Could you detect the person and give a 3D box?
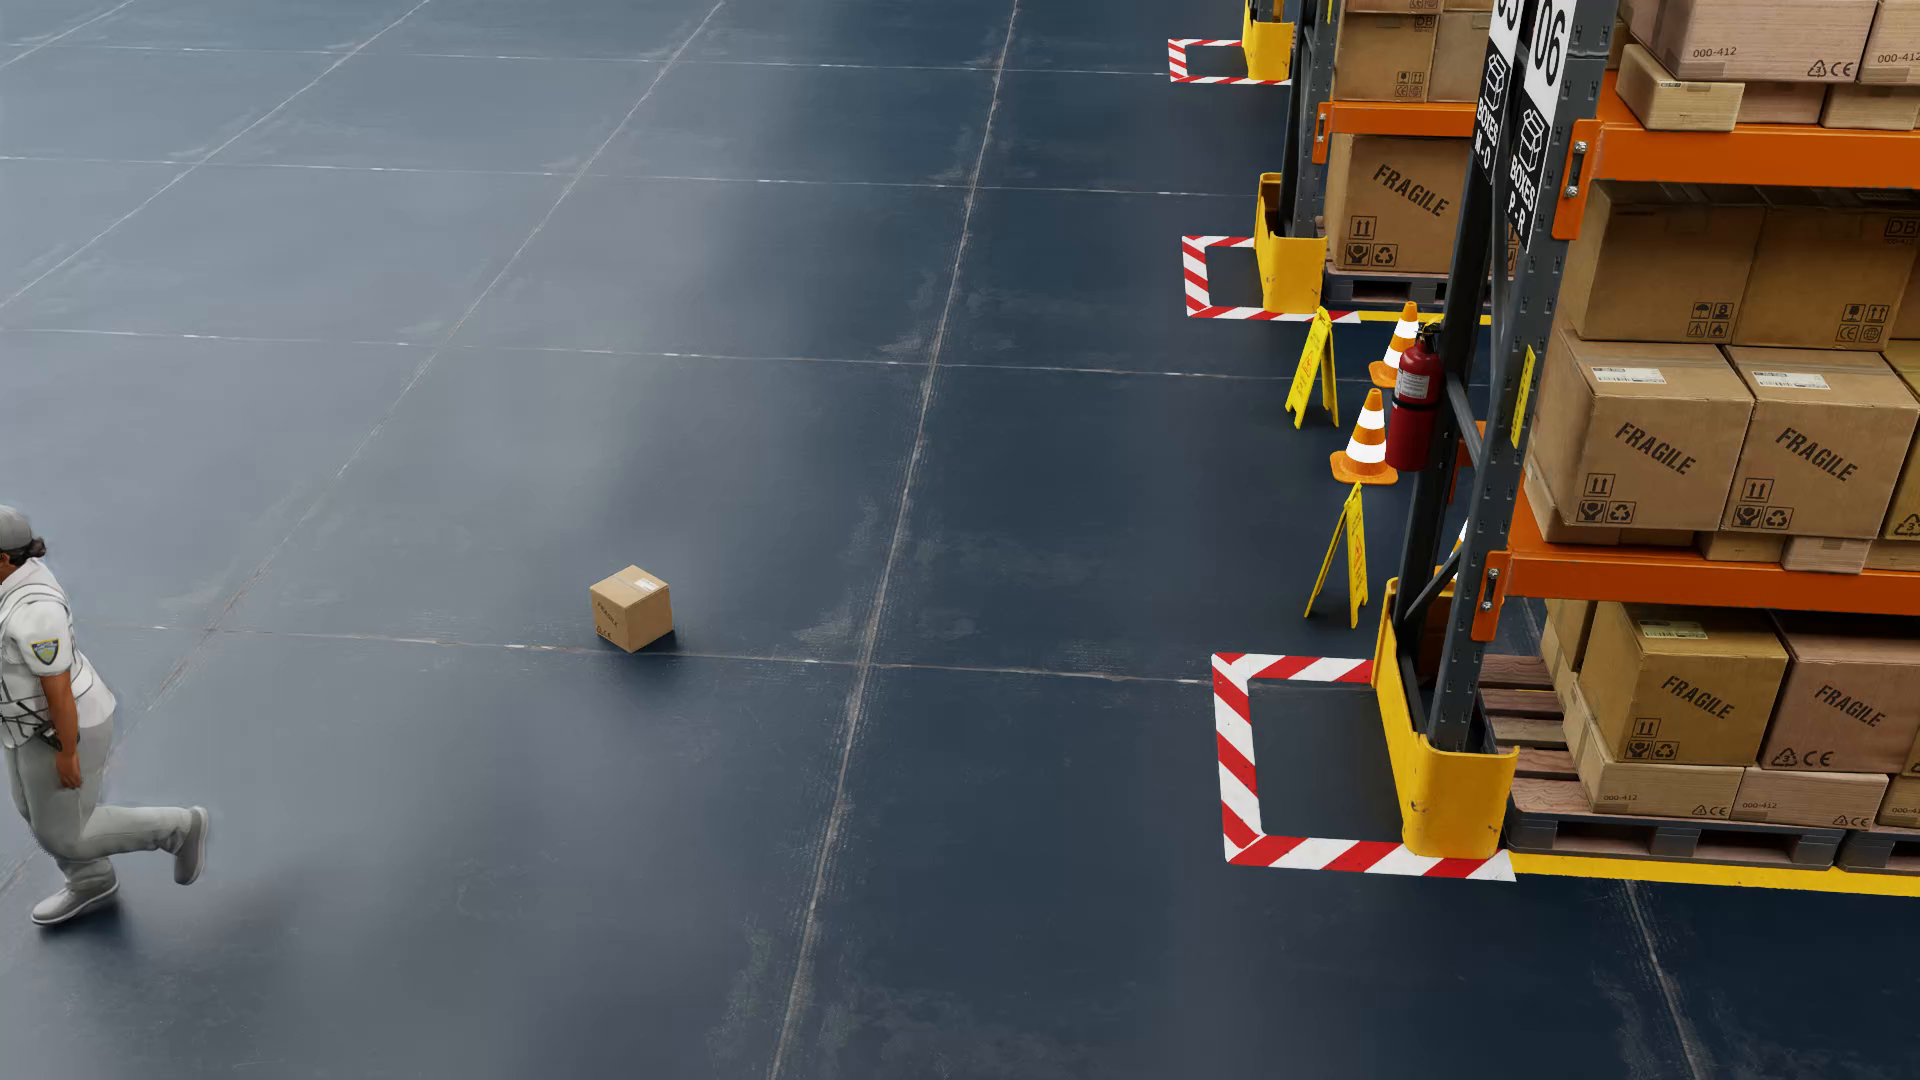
[{"bbox_3d":[-3.052,0.599,5.663,0.620,1.649,0.485,-25,40,-34],"label":"person"}]
